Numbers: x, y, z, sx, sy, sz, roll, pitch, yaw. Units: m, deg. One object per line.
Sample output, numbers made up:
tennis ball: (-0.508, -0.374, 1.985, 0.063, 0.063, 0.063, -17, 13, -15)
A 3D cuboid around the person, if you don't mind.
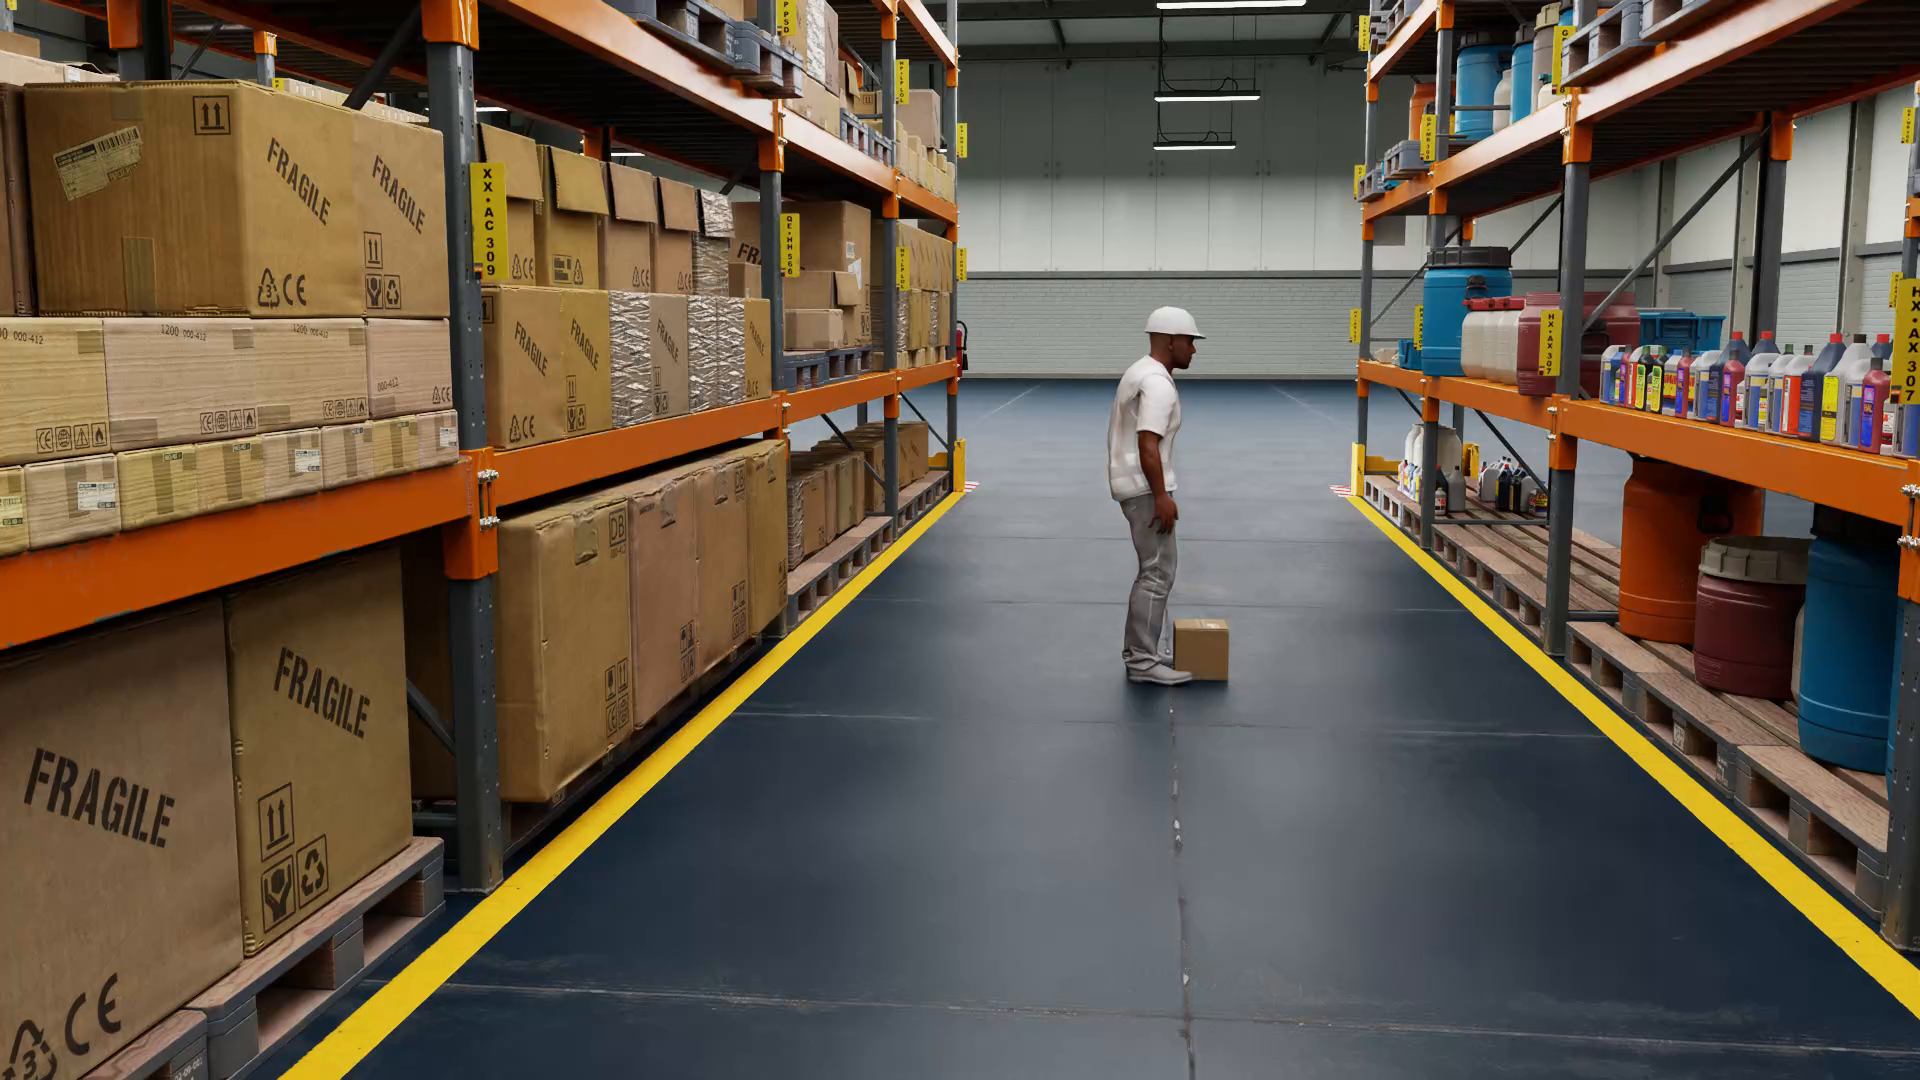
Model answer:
person: (0.930, -0.223, 7.915, 0.461, 1.759, 0.631, 0, 8, 3)
